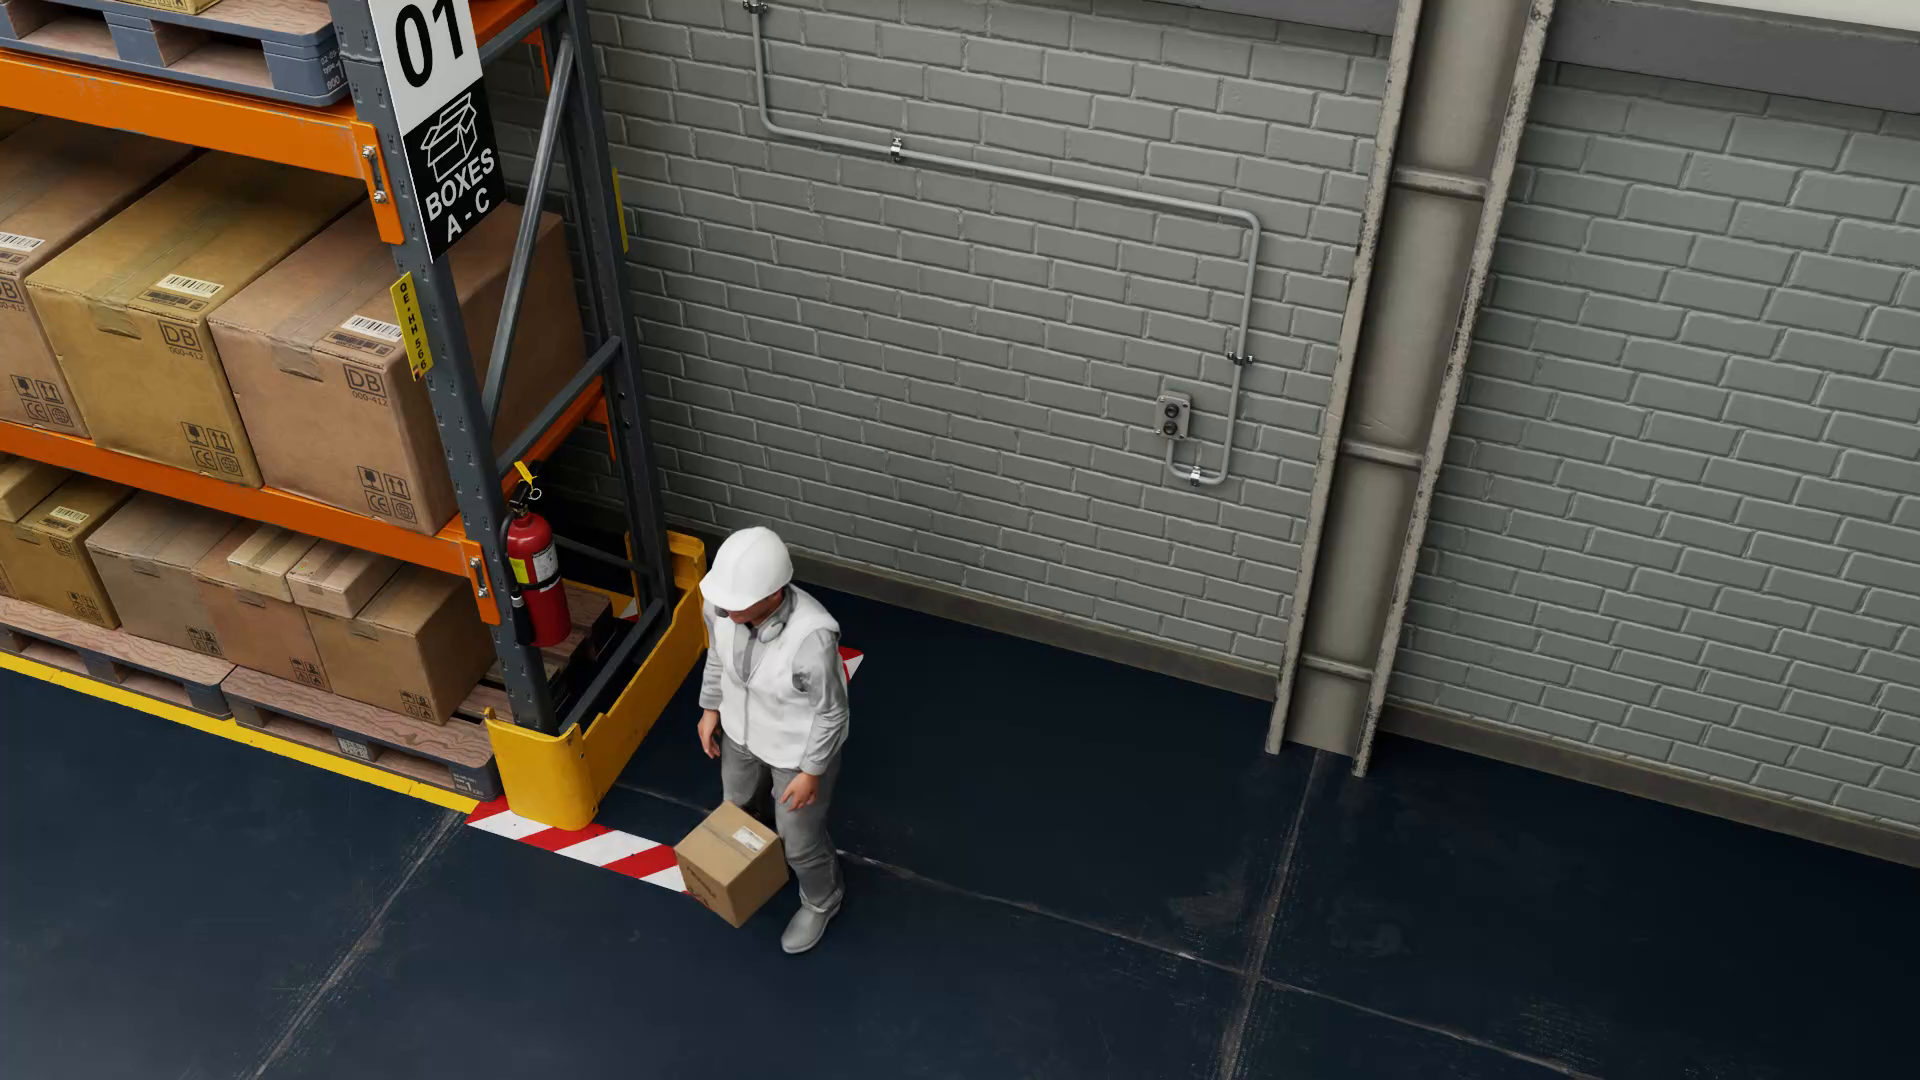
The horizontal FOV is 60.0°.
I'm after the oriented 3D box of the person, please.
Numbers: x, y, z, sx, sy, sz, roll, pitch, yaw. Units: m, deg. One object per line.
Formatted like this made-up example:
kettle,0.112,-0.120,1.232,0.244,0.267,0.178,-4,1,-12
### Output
person,-0.592,0.627,5.420,0.561,1.775,0.435,28,49,29
